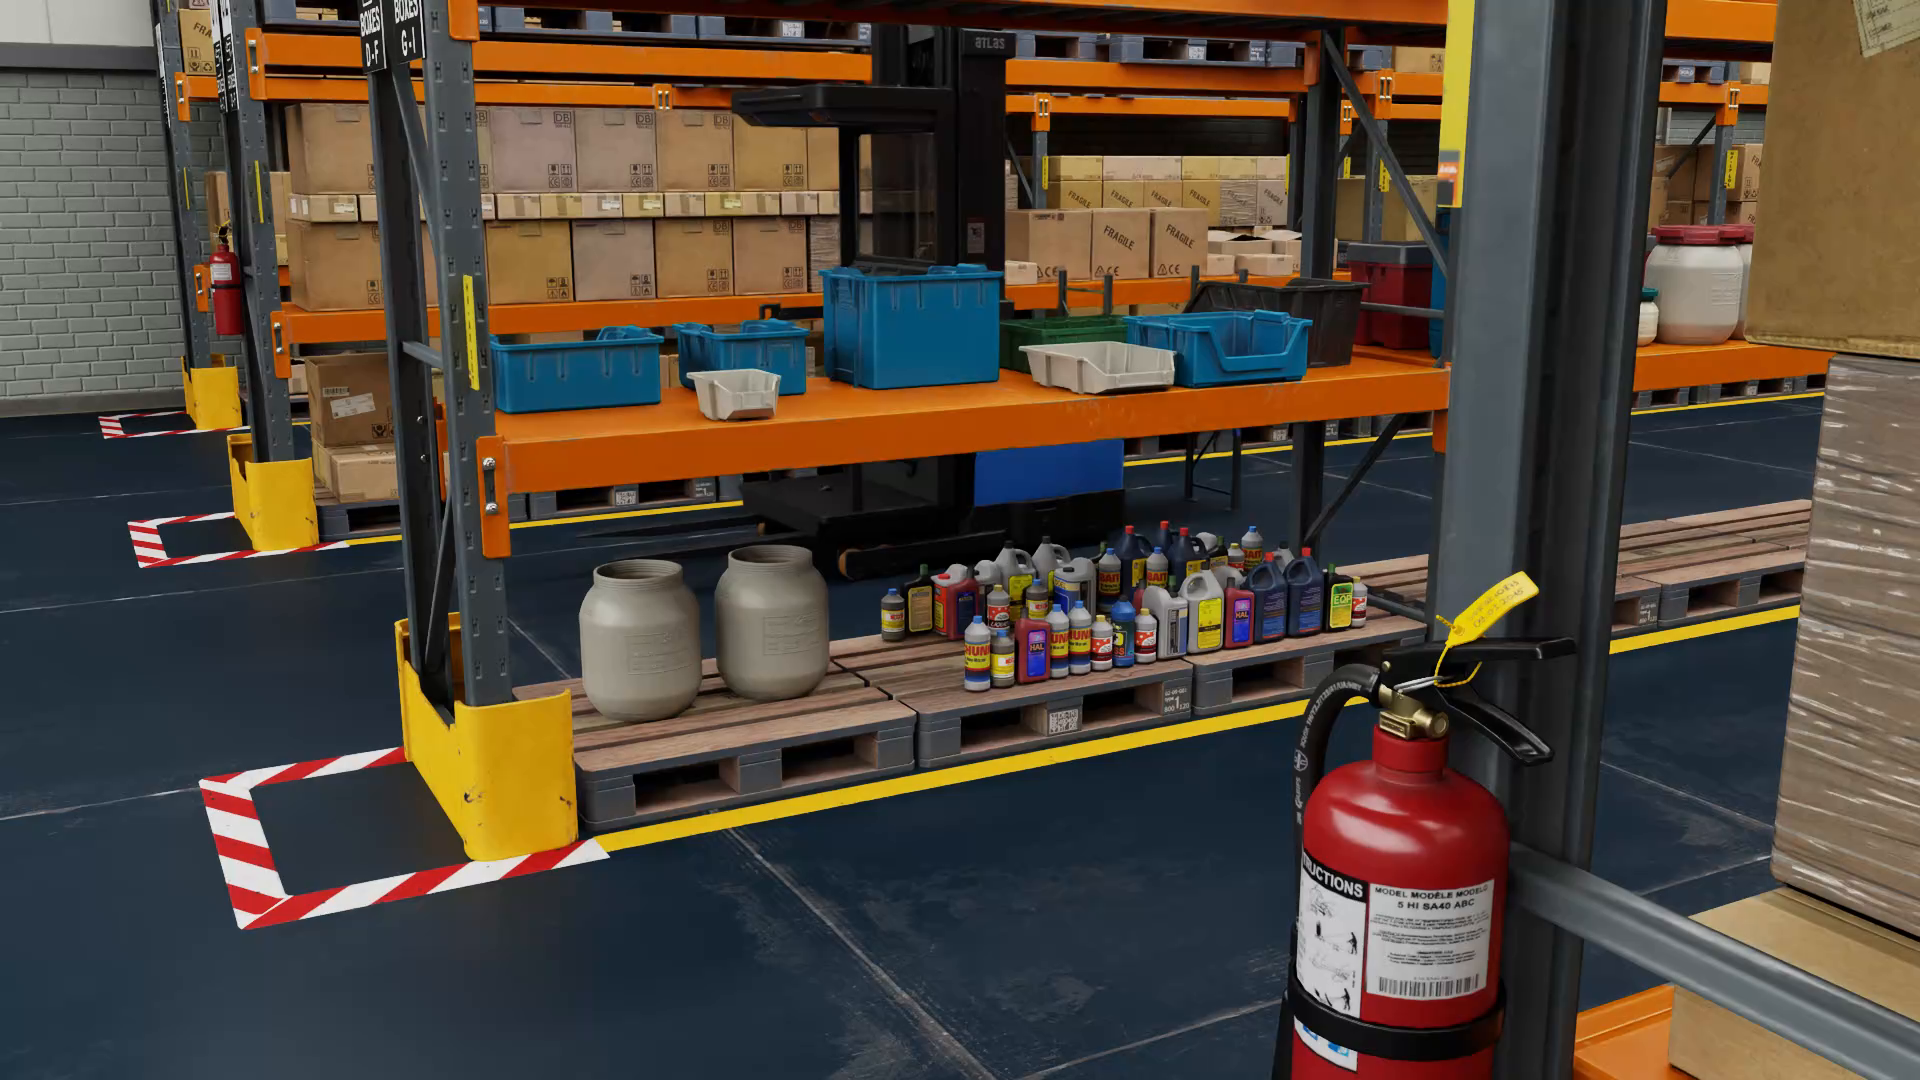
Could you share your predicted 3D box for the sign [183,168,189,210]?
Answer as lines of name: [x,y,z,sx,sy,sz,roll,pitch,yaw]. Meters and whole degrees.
sign: [-6.163,-2.799,13.243,0.005,0.325,0.100,-7,14,-28]

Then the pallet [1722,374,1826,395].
pallet: [8.162,-1.630,16.373,1.213,0.211,1.003,-7,14,-28]

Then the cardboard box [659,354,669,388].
cardboard box: [-2.151,-0.927,10.495,0.500,0.500,0.500,-7,14,-28]

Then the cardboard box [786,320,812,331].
cardboard box: [-1.844,-2.042,16.542,0.500,0.500,0.700,-7,15,-29]

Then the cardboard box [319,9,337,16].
cardboard box: [-5.059,-4.584,13.763,0.500,0.500,0.500,-6,14,-26]

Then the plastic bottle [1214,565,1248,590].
plastic bottle: [1.146,0.239,6.917,0.135,0.276,0.152,-7,14,-28]

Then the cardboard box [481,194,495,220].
cardboard box: [-2.926,-1.972,9.837,0.250,0.149,0.380,-7,14,-29]

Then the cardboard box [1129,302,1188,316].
cardboard box: [2.079,-2.622,18.368,0.750,0.750,0.750,-7,14,-28]

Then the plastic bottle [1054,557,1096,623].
plastic bottle: [0.482,0.217,7.016,0.135,0.276,0.152,-7,14,-28]

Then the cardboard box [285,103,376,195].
cardboard box: [-3.584,-2.261,9.641,0.500,0.500,0.700,-7,14,-28]

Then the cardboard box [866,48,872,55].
cardboard box: [-0.583,-4.728,16.673,0.637,0.503,0.797,-5,14,-20]

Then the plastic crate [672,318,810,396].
plastic crate: [-0.807,-0.677,6.124,0.408,0.251,0.499,-7,14,-28]

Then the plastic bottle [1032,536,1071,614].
plastic bottle: [0.389,0.154,7.123,0.185,0.351,0.144,-7,14,-28]

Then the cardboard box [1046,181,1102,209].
cardboard box: [1.148,-3.528,17.504,0.500,0.500,0.500,-6,14,-26]

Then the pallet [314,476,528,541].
pallet: [-3.395,-0.255,10.262,1.213,0.211,1.003,-7,14,-28]

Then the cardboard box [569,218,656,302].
cardboard box: [-2.273,-1.786,10.485,0.500,0.500,0.700,-6,14,-26]

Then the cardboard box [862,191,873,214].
cardboard box: [-0.671,-2.243,11.040,0.250,0.149,0.380,-7,14,-28]

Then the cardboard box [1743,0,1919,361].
cardboard box: [1.062,-0.405,1.393,0.500,0.500,0.500,-7,14,-28]

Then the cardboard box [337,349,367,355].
cardboard box: [-5.272,-1.500,14.562,0.500,0.311,0.500,-6,14,-23]

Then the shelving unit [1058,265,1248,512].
shelving unit: [1.167,-0.895,10.168,1.048,1.500,0.538,-8,15,-31]

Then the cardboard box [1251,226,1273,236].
cardboard box: [3.286,-3.452,18.643,0.250,0.149,0.380,-7,14,-28]

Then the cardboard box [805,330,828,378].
cardboard box: [-1.092,-1.189,11.657,0.500,0.500,0.500,-7,14,-28]

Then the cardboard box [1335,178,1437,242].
cardboard box: [3.475,-2.710,13.636,0.700,0.500,0.500,11,17,41]

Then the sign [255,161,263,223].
sign: [-3.785,-1.880,8.981,0.005,0.325,0.100,-7,14,-28]

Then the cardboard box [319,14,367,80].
cardboard box: [-5.067,-4.095,13.869,0.500,0.500,0.500,-6,14,-25]

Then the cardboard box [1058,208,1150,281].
cardboard box: [1.049,-2.182,12.247,0.500,0.500,0.500,-7,14,-28]

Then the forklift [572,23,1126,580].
forklift: [-0.572,-1.353,8.946,3.031,2.935,1.130,-8,15,-31]

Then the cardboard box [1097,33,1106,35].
cardboard box: [1.172,-3.732,11.915,0.500,0.250,0.500,-8,15,-33]

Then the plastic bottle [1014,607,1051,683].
plastic bottle: [0.272,0.388,6.240,0.133,0.283,0.061,-7,14,-27]

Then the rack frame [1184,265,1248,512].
rack frame: [1.601,-0.953,10.428,0.032,1.500,0.500,-8,15,-31]

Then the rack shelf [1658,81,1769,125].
rack shelf: [8.242,-4.112,15.857,4.000,0.370,1.077,-7,14,-28]

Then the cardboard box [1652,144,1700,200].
cardboard box: [6.807,-3.429,15.509,0.500,0.500,0.500,-7,14,-28]

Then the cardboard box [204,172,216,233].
cardboard box: [-6.111,-2.874,14.137,0.500,0.500,0.500,-7,14,-28]

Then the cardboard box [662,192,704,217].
cardboard box: [-1.786,-2.110,10.447,0.250,0.149,0.380,-6,14,-26]

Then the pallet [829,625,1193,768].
pallet: [0.153,0.559,6.643,1.213,0.211,1.003,-7,14,-28]

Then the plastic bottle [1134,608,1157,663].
plastic bottle: [0.721,0.369,6.508,0.097,0.201,0.097,0,13,0]

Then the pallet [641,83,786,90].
pallet: [-2.319,-4.318,15.561,1.003,0.211,1.213,-7,14,-28]

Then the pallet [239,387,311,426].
pallet: [-5.626,-1.207,14.494,1.213,0.211,1.003,-7,14,-28]

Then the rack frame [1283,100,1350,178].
rack frame: [4.110,-3.744,19.412,0.127,3.000,1.000,-7,14,-28]

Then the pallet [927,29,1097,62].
pallet: [0.233,-3.413,11.547,1.217,0.209,0.805,-8,15,-30]

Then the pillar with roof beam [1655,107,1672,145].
pillar with roof beam: [11.639,-6.712,18.940,0.400,9.000,9.100,-7,14,-28]

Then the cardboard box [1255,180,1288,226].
cardboard box: [3.383,-3.795,18.688,0.500,0.500,0.500,-7,14,-27]

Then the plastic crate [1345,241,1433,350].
plastic crate: [2.113,-1.134,7.670,0.583,0.464,0.402,-7,14,-28]

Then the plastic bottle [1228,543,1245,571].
plastic bottle: [1.256,0.117,7.627,0.097,0.201,0.097,0,13,0]

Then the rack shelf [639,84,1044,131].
rack shelf: [-1.156,-4.225,16.357,4.000,0.370,1.077,-7,14,-28]

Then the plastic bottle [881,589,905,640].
plastic bottle: [-0.274,0.301,6.812,0.097,0.201,0.097,0,13,0]

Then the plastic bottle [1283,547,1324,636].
plastic bottle: [1.408,0.208,6.884,0.185,0.351,0.144,-7,15,-29]

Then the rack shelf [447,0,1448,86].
rack shelf: [0.080,-1.895,6.004,4.000,0.370,1.077,-7,14,-28]

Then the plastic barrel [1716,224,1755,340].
plastic barrel: [3.804,-1.240,7.979,0.433,0.535,0.433,0,13,0]

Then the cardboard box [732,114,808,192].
cardboard box: [-1.364,-2.528,10.829,0.500,0.500,0.700,-7,14,-28]

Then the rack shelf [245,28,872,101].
rack shelf: [-2.291,-2.850,10.247,4.000,0.370,1.077,-7,14,-28]

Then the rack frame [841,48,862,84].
rack frame: [-0.535,-1.948,11.432,0.127,3.000,1.000,-7,14,-28]

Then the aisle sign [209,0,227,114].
aisle sign: [-4.244,-2.845,9.498,0.004,0.787,0.394,-7,14,-28]
